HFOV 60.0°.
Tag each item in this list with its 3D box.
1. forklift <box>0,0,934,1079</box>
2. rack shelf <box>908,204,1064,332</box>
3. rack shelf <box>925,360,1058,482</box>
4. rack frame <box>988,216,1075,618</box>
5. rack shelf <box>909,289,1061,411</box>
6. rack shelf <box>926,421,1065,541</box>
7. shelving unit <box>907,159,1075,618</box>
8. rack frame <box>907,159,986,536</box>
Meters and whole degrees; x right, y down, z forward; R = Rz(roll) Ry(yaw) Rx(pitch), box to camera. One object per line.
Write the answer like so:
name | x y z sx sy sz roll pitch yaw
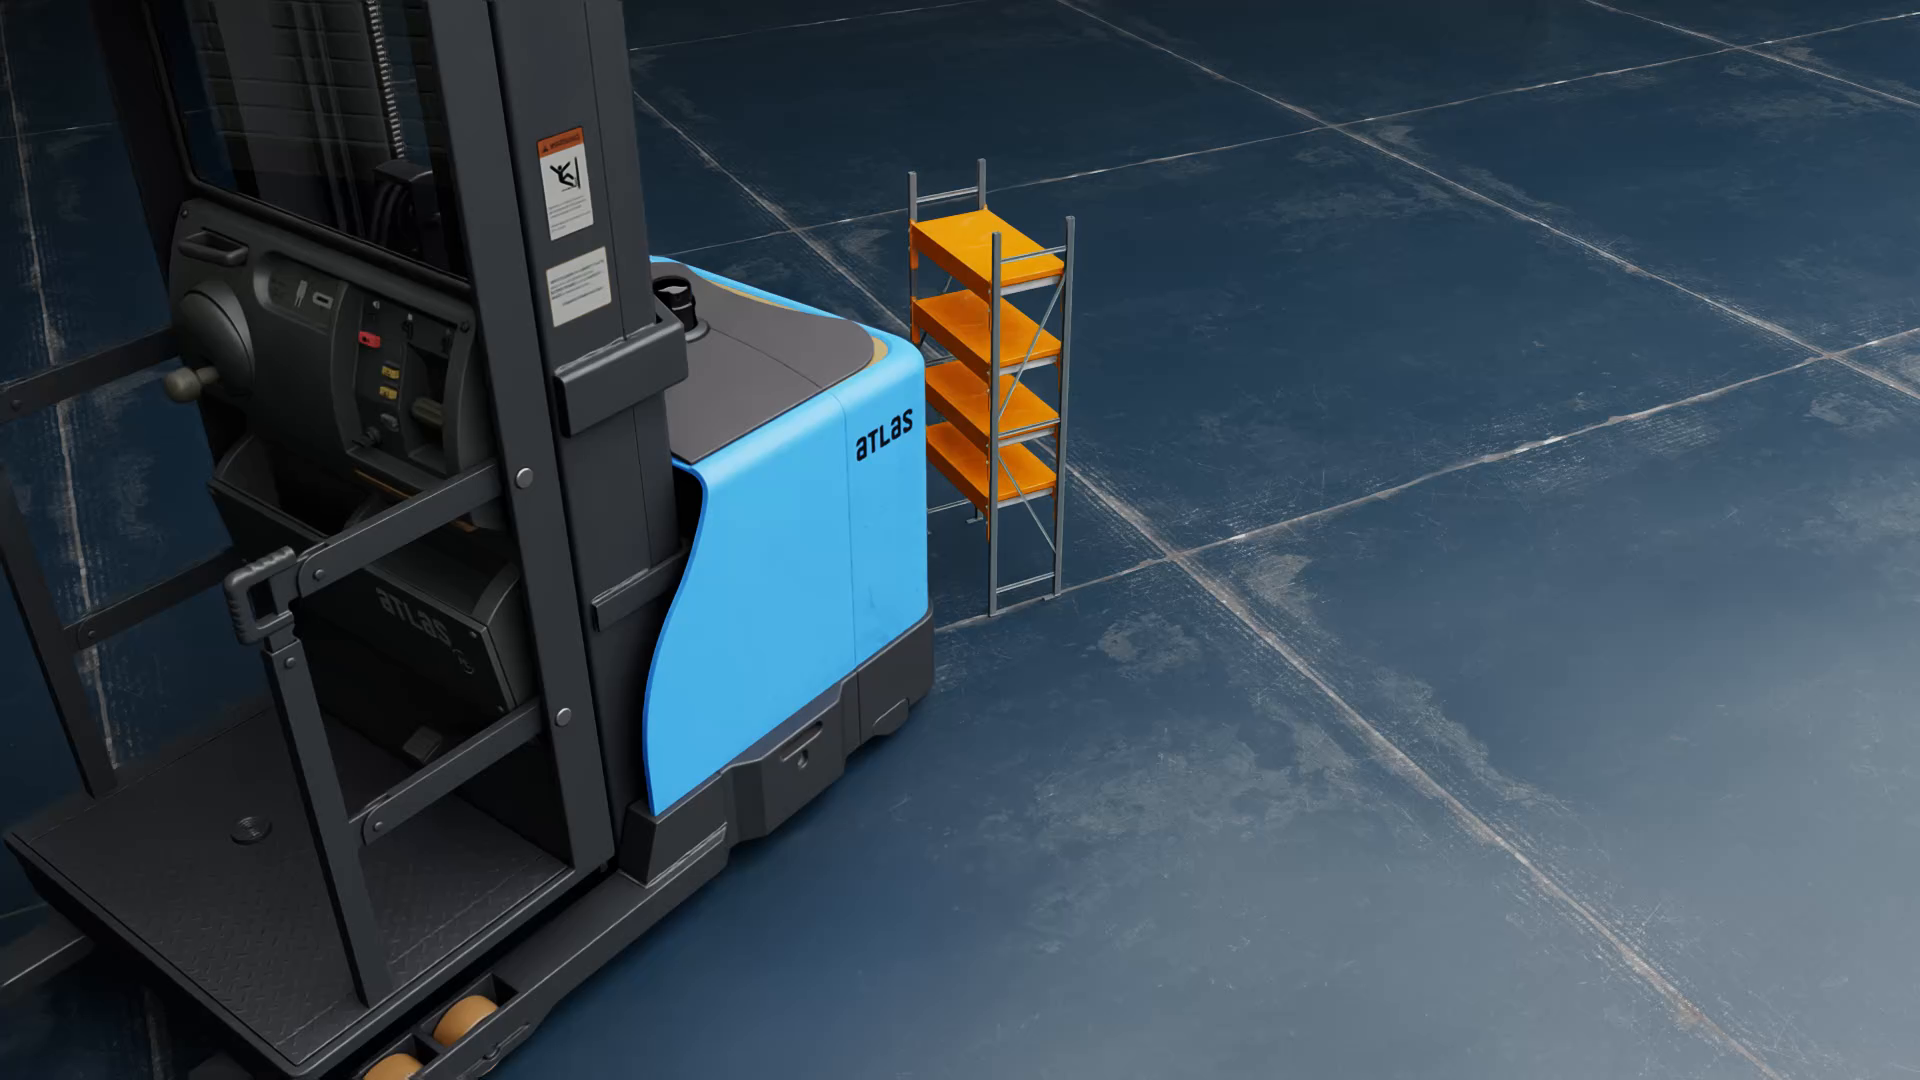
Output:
forklift | -1.361 -0.326 3.043 1.130 2.935 3.031 22 39 31
rack shelf | 0.077 -0.757 4.591 0.258 0.148 0.480 -16 36 -23
rack shelf | 0.077 -0.370 4.839 0.258 0.148 0.480 -16 36 -23
rack frame | 0.191 -0.310 4.621 0.240 1.200 0.015 -16 36 -23
rack shelf | 0.077 -0.558 4.719 0.258 0.148 0.480 -16 36 -23
rack shelf | 0.077 -0.202 4.946 0.258 0.148 0.480 -16 36 -23
shelving unit | 0.077 -0.426 4.803 0.258 1.200 0.503 -16 36 -23
rack frame | -0.037 -0.543 4.985 0.240 1.200 0.015 -16 36 -23
